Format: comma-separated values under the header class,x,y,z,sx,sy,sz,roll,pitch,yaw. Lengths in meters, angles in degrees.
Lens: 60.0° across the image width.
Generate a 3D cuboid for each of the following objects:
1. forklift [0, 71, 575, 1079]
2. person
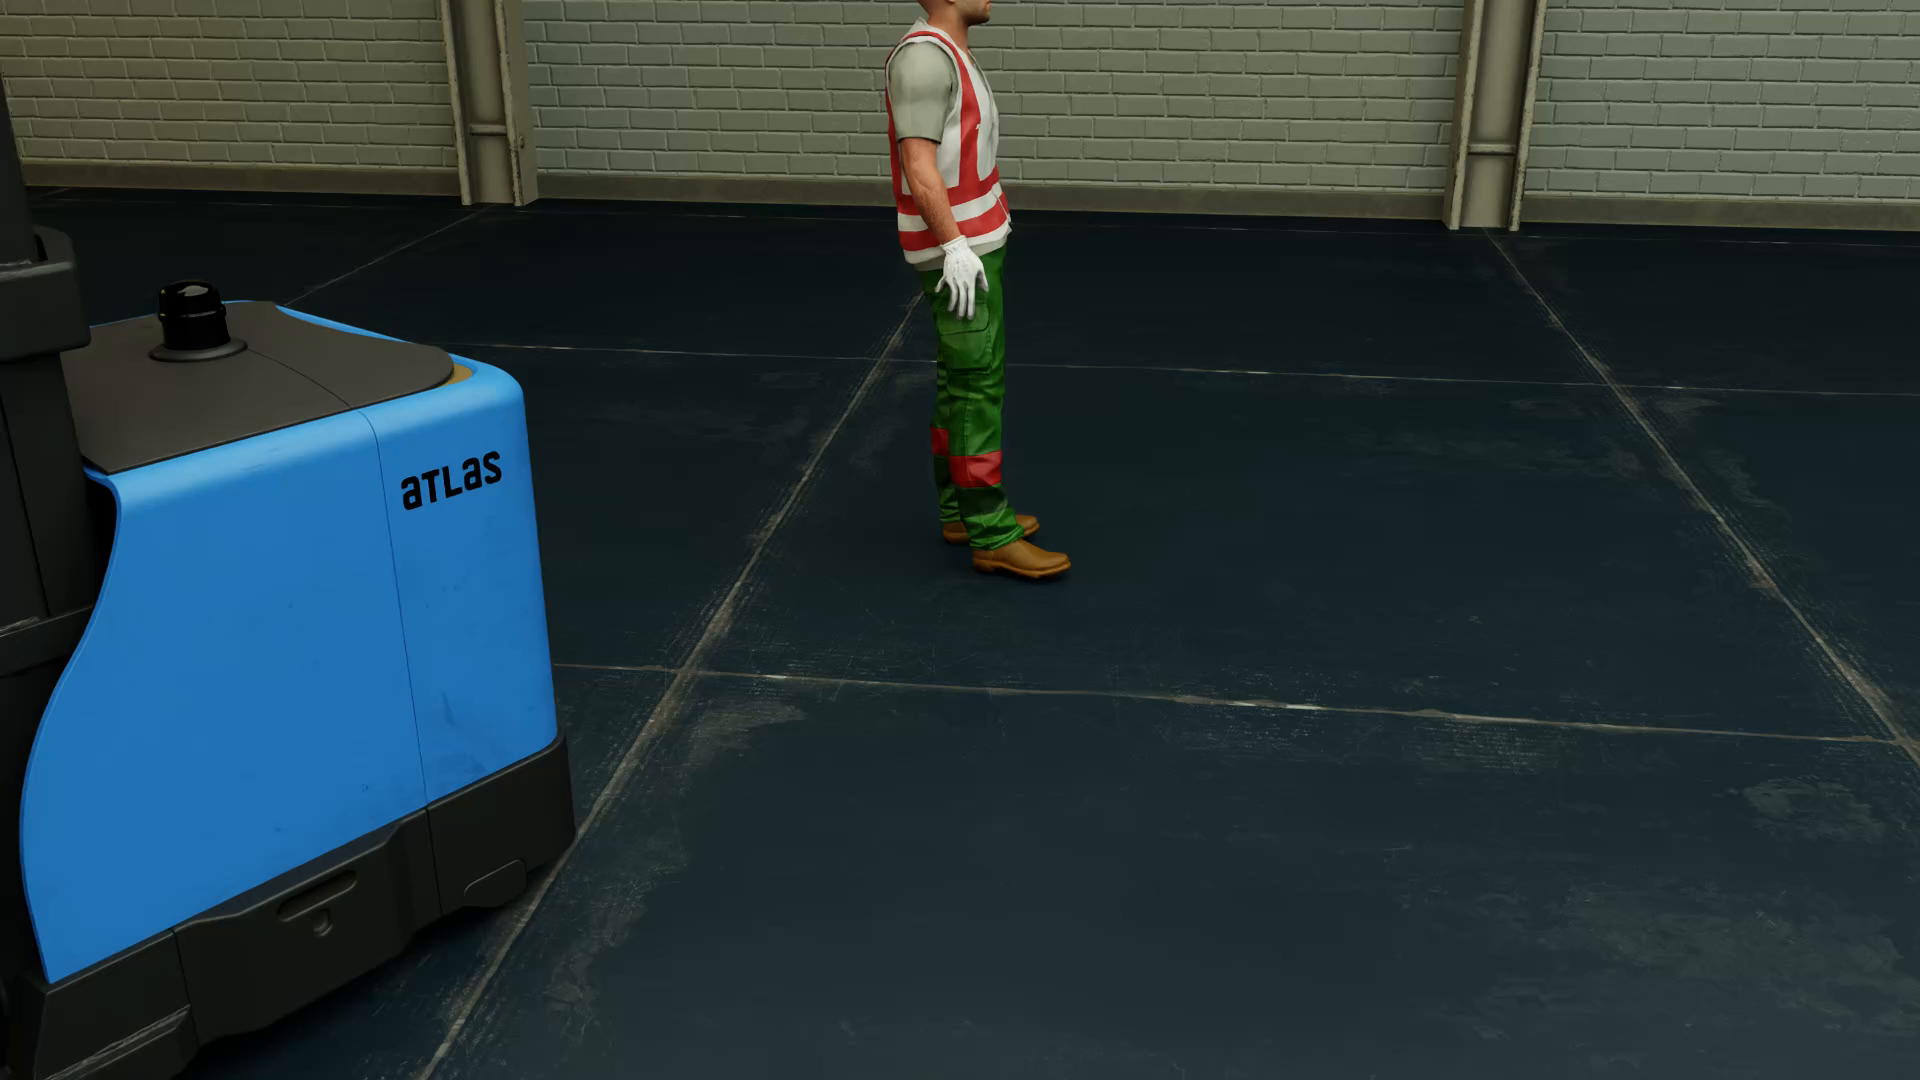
class,x,y,z,sx,sy,sz,roll,pitch,yaw
forklift,-2.110,-0.359,2.145,1.130,2.935,3.031,17,27,35
person,0.079,-0.829,4.821,0.562,1.789,0.638,3,22,7
